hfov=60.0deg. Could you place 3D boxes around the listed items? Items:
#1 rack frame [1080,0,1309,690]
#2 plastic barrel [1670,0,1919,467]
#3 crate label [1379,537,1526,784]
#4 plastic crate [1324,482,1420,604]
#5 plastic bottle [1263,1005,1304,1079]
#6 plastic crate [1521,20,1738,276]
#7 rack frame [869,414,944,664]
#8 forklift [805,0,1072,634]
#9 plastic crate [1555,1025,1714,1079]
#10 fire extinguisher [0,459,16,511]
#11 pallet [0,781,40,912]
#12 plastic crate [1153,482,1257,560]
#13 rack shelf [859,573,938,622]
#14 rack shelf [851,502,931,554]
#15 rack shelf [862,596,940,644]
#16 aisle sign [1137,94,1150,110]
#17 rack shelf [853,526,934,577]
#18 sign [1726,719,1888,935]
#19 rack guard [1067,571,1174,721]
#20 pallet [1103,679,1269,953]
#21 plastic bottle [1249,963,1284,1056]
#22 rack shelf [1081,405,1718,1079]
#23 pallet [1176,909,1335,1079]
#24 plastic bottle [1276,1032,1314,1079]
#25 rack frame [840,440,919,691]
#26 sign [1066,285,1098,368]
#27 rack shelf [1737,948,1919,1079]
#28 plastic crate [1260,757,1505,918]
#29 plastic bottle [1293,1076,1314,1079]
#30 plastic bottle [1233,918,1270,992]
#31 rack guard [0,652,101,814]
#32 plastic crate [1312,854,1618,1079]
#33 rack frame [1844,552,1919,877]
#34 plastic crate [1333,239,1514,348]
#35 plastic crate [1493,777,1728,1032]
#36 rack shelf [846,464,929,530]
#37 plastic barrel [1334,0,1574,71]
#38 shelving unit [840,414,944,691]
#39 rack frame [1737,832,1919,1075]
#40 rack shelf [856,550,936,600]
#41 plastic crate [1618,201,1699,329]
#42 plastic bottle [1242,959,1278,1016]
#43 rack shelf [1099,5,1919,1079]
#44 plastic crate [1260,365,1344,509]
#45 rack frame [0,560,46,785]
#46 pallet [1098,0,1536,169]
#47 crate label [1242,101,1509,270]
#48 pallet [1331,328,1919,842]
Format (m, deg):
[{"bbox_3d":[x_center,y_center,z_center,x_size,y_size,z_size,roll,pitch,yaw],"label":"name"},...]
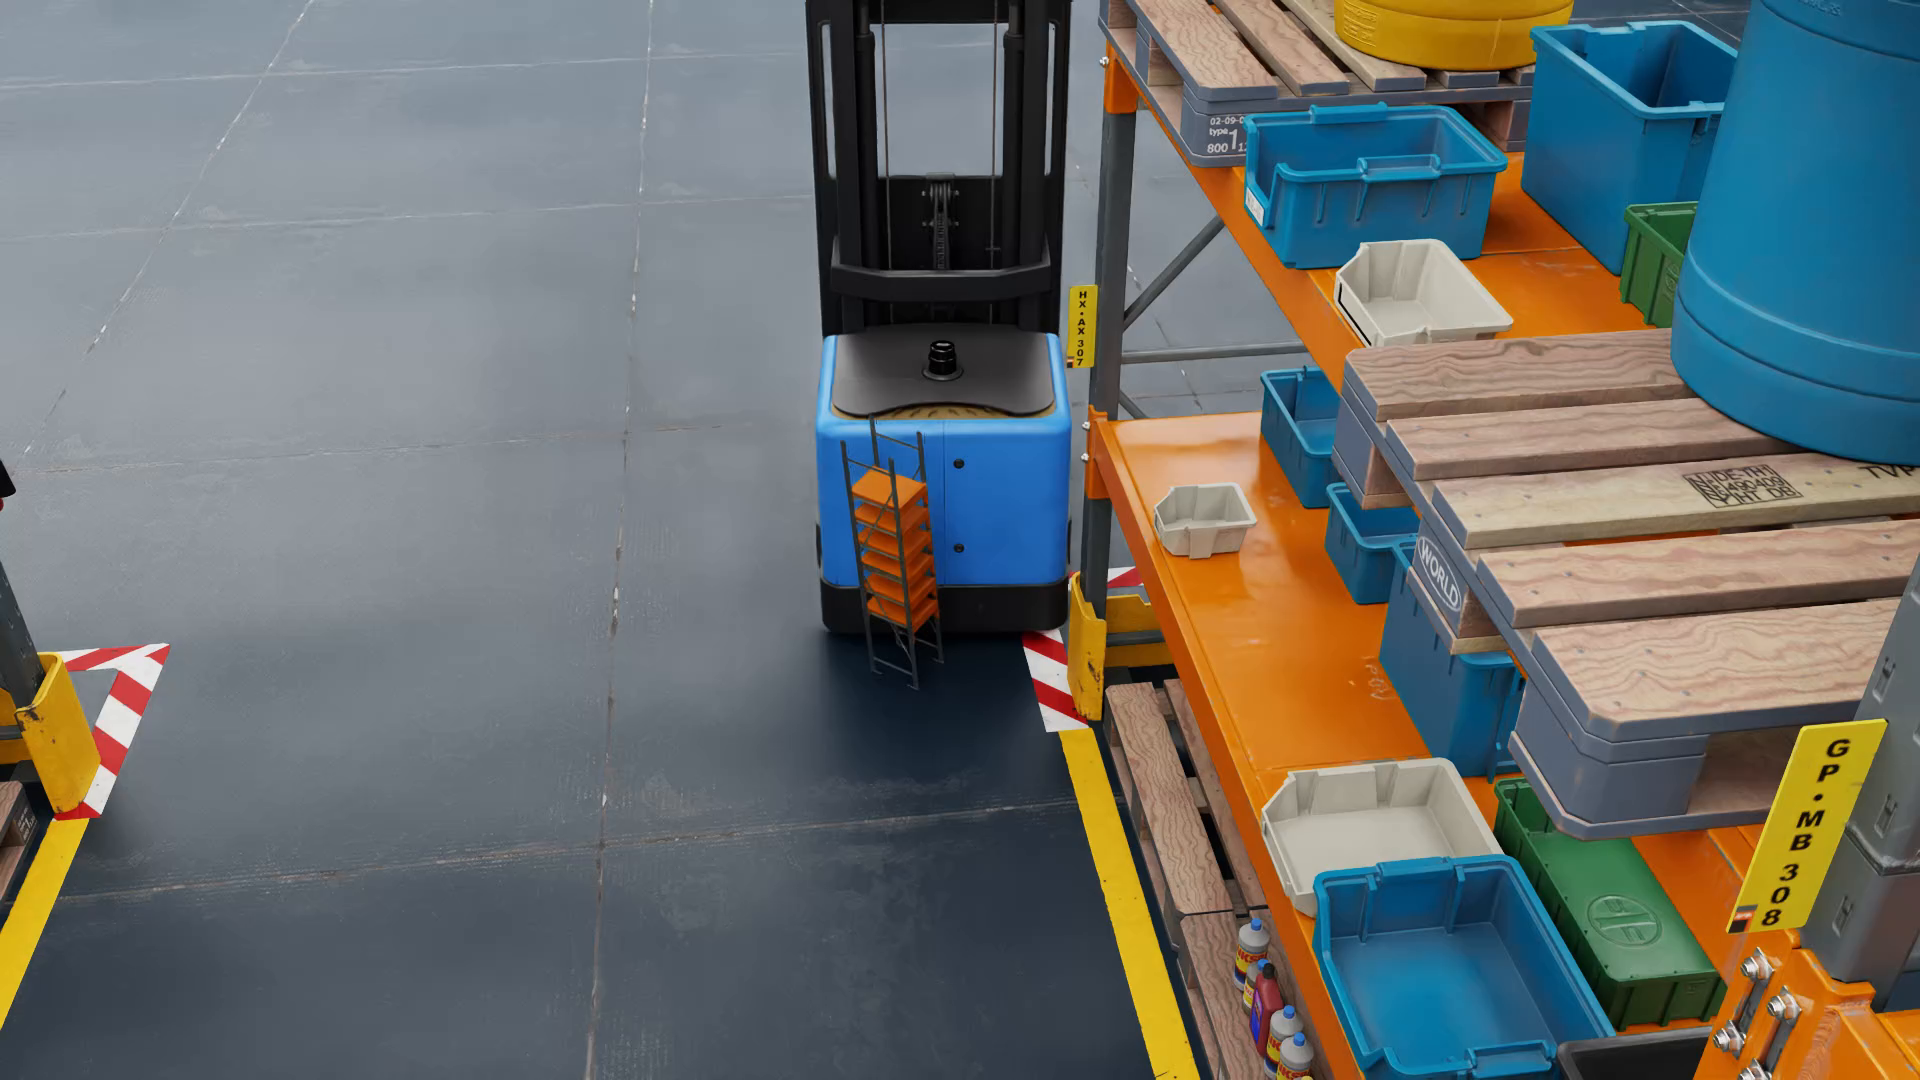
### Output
[{"bbox_3d":[0.983,-0.688,6.096,1.000,3.000,0.127,-4,35,-6],"label":"rack frame"},{"bbox_3d":[1.493,-0.639,2.543,0.600,0.901,0.708,-4,35,-6],"label":"plastic barrel"},{"bbox_3d":[1.498,0.304,4.608,0.502,0.435,0.616,-4,35,-6],"label":"crate label"},{"bbox_3d":[1.428,-0.007,5.228,0.499,0.251,0.408,-4,35,-6],"label":"plastic crate"},{"bbox_3d":[0.964,1.485,4.940,0.097,0.271,0.097,0,34,0],"label":"plastic bottle"},{"bbox_3d":[1.537,-0.879,3.727,0.392,0.384,0.575,-4,35,-6],"label":"plastic crate"},{"bbox_3d":[-0.206,0.021,6.619,0.240,1.200,0.006,21,46,27],"label":"rack frame"},{"bbox_3d":[-0.094,-1.612,7.513,1.130,2.935,3.031,-1,34,-1],"label":"forklift"},{"bbox_3d":[1.576,1.268,3.280,0.767,0.338,0.504,-4,35,-6],"label":"plastic crate"},{"bbox_3d":[-3.484,-0.379,5.712,0.296,0.674,0.183,-4,35,-6],"label":"fire extinguisher"},{"bbox_3d":[-3.841,1.338,5.599,1.003,0.211,1.213,-4,35,-6],"label":"pallet"},{"bbox_3d":[0.784,-0.055,5.401,0.298,0.136,0.250,-4,35,-6],"label":"plastic crate"},{"bbox_3d":[-0.246,0.199,6.669,0.258,0.103,0.180,21,46,27],"label":"rack shelf"},{"bbox_3d":[-0.268,-0.076,6.437,0.258,0.103,0.180,21,46,27],"label":"rack shelf"},{"bbox_3d":[-0.239,0.290,6.746,0.258,0.103,0.180,21,46,27],"label":"rack shelf"},{"bbox_3d":[0.683,-1.780,5.390,0.394,0.787,0.004,-4,35,-6],"label":"aisle sign"},{"bbox_3d":[-0.261,0.016,6.514,0.258,0.103,0.180,21,46,27],"label":"rack shelf"},{"bbox_3d":[0.974,0.337,1.921,0.100,0.325,0.005,-4,35,-6],"label":"sign"},{"bbox_3d":[1.039,0.384,6.742,1.175,0.500,0.348,-4,35,-6],"label":"rack guard"},{"bbox_3d":[1.143,0.957,6.158,1.003,0.211,1.213,-4,35,-6],"label":"pallet"},{"bbox_3d":[0.930,1.416,5.030,0.061,0.283,0.133,-4,34,-6],"label":"plastic bottle"},{"bbox_3d":[1.252,0.726,4.660,1.077,0.370,4.000,-4,35,-6],"label":"rack shelf"},{"bbox_3d":[1.304,1.637,5.161,1.003,0.211,1.213,-4,35,-6],"label":"pallet"},{"bbox_3d":[0.977,1.540,4.858,0.097,0.271,0.097,0,34,0],"label":"plastic bottle"},{"bbox_3d":[-0.307,0.125,6.506,0.240,1.200,0.006,21,46,27],"label":"rack frame"},{"bbox_3d":[0.437,-0.763,5.960,0.100,0.325,0.005,-4,35,-6],"label":"sign"},{"bbox_3d":[1.790,1.718,0.540,1.077,0.370,4.000,-4,35,-6],"label":"rack shelf"},{"bbox_3d":[1.051,0.766,4.196,0.530,0.136,0.437,-4,35,-6],"label":"plastic crate"},{"bbox_3d":[0.991,1.625,4.797,0.097,0.201,0.097,0,34,0],"label":"plastic bottle"},{"bbox_3d":[0.918,1.293,5.221,0.097,0.271,0.097,0,34,0],"label":"plastic bottle"},{"bbox_3d":[-3.915,0.763,6.187,1.175,0.500,0.348,-4,35,-6],"label":"rack guard"},{"bbox_3d":[1.103,1.009,3.738,0.499,0.251,0.616,-4,35,-6],"label":"plastic crate"},{"bbox_3d":[1.521,-0.935,1.131,1.000,3.000,0.127,-4,35,-6],"label":"rack frame"},{"bbox_3d":[0.904,-0.451,3.319,0.243,0.136,0.396,-4,35,-6],"label":"plastic crate"},{"bbox_3d":[1.618,0.853,4.023,0.450,0.188,0.662,-4,35,-6],"label":"plastic crate"},{"bbox_3d":[-0.276,-0.167,6.359,0.258,0.103,0.180,21,46,27],"label":"rack shelf"},{"bbox_3d":[1.262,-1.552,4.160,0.600,0.588,0.600,0,34,0],"label":"plastic barrel"},{"bbox_3d":[-0.256,0.073,6.563,0.258,1.200,0.189,21,46,27],"label":"shelving unit"},{"bbox_3d":[1.521,1.544,2.820,1.000,3.000,0.127,-4,35,-6],"label":"rack frame"},{"bbox_3d":[-0.254,0.107,6.591,0.258,0.103,0.180,21,46,27],"label":"rack shelf"},{"bbox_3d":[1.578,-0.509,3.357,0.336,0.188,0.450,-4,35,-6],"label":"plastic crate"},{"bbox_3d":[0.932,1.380,5.156,0.097,0.201,0.097,0,34,0],"label":"plastic bottle"},{"bbox_3d":[1.252,-0.514,3.816,1.077,0.370,4.000,-4,35,-6],"label":"rack shelf"},{"bbox_3d":[1.346,-0.370,5.761,0.499,0.251,0.616,-4,35,-6],"label":"plastic crate"},{"bbox_3d":[-3.925,-0.313,5.545,1.000,3.000,0.127,-4,35,-6],"label":"rack frame"},{"bbox_3d":[0.997,-1.380,4.616,1.003,0.211,1.213,-4,35,-6],"label":"pallet"},{"bbox_3d":[0.907,-0.796,3.723,0.502,0.251,0.408,-4,35,-6],"label":"crate label"},{"bbox_3d":[1.327,-0.012,2.609,1.213,0.211,1.003,-4,35,-6],"label":"pallet"}]
